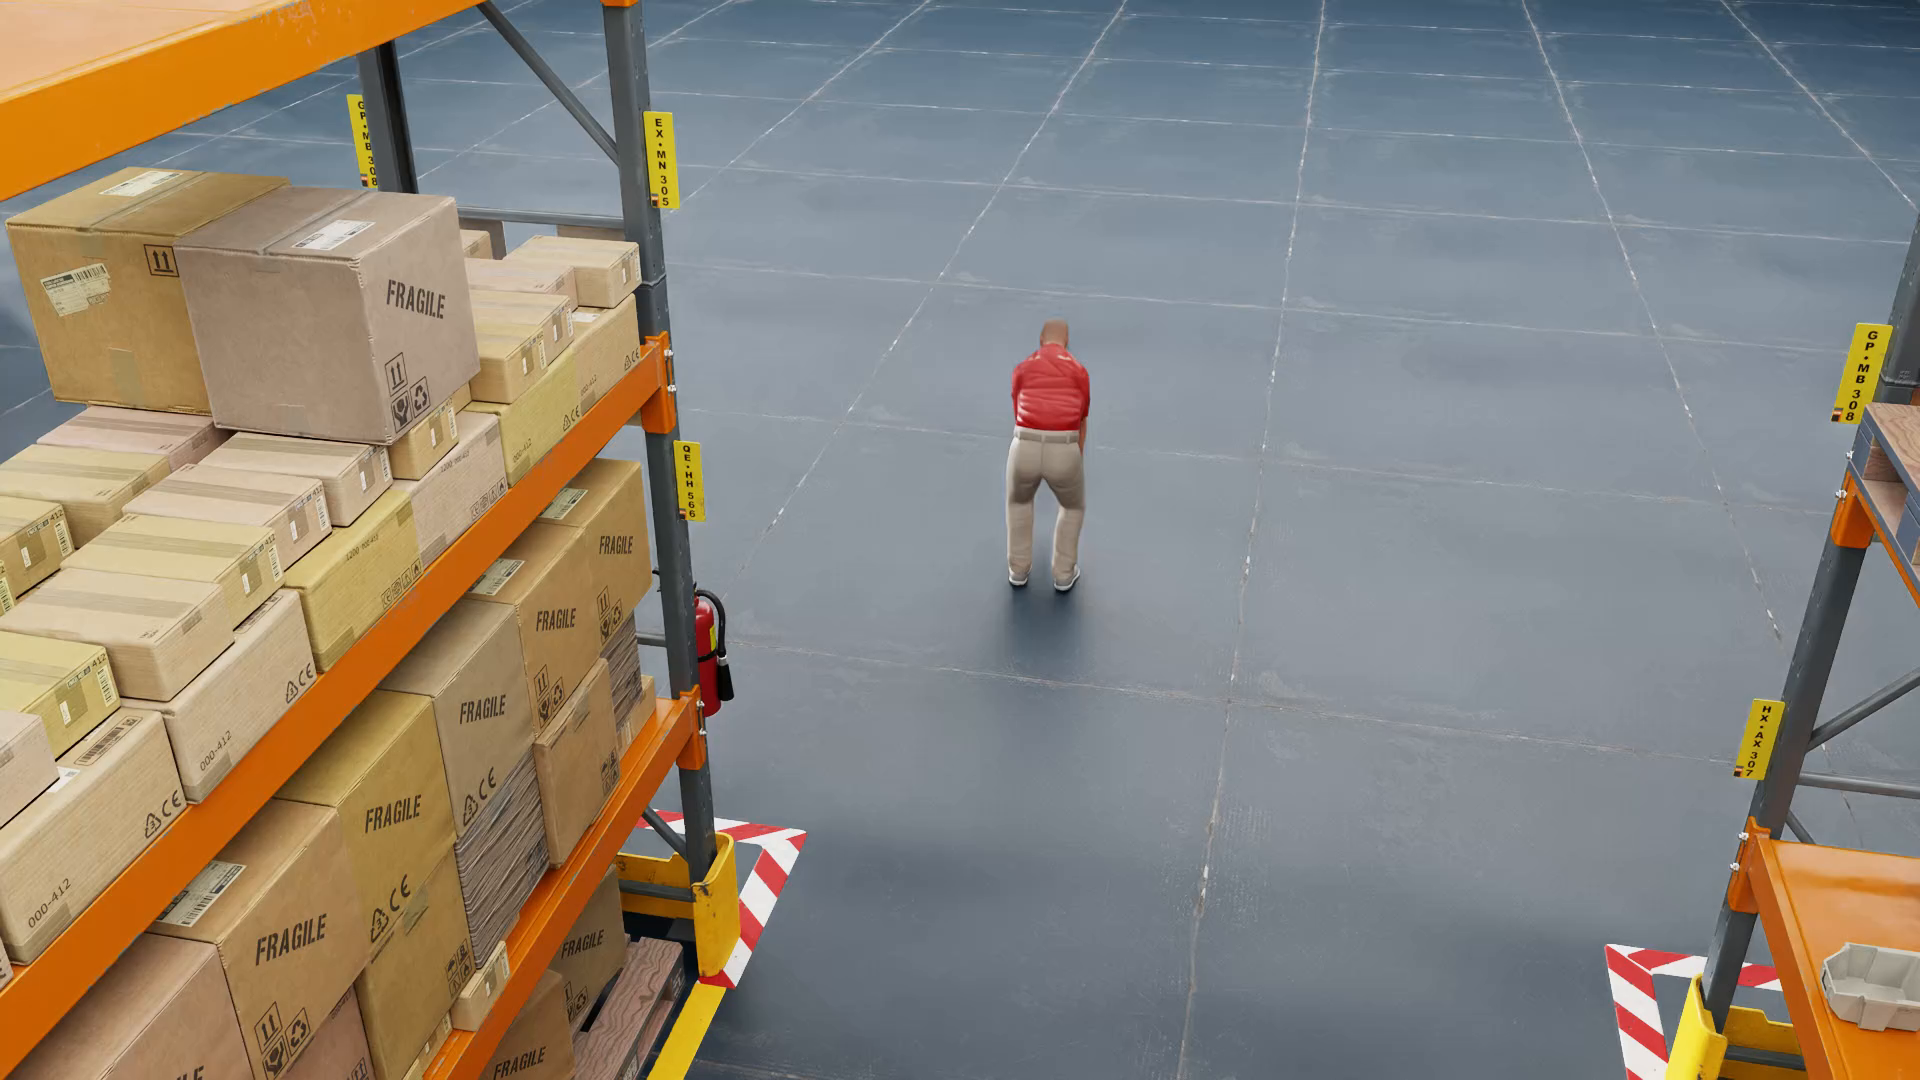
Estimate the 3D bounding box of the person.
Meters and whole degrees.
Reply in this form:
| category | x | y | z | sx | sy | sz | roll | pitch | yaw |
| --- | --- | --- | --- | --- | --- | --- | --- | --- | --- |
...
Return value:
| category | x | y | z | sx | sy | sz | roll | pitch | yaw |
| --- | --- | --- | --- | --- | --- | --- | --- | --- | --- |
| person | 0.522 | -0.498 | 9.801 | 0.489 | 1.498 | 0.778 | 5 | 29 | 9 |
